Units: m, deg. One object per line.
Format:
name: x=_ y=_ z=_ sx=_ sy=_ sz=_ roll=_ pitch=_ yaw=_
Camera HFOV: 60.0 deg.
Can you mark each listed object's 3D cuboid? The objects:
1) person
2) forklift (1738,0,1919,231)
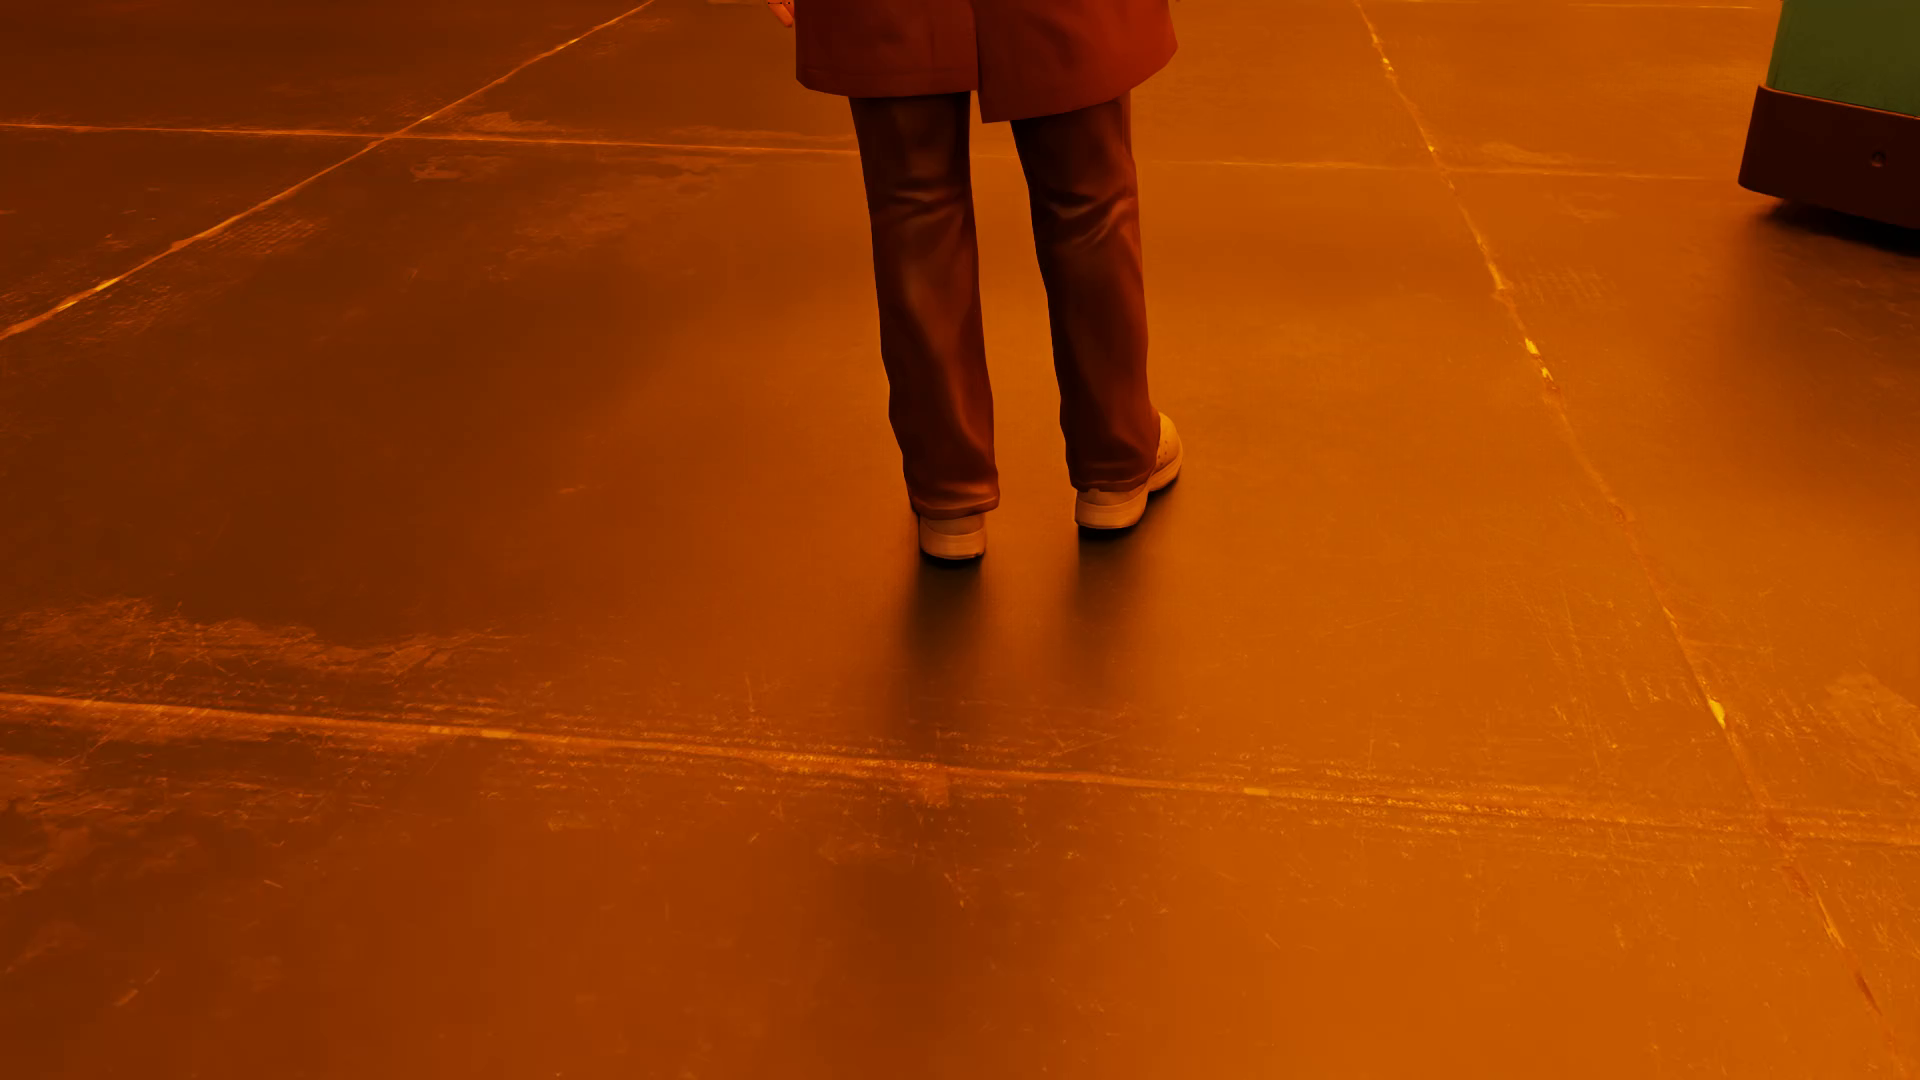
person: x=0.016 y=-0.842 z=2.181 sx=0.696 sy=1.778 sz=0.579 roll=3 pitch=27 yaw=7
forklift: x=3.428 y=-2.299 z=3.825 sx=3.031 sy=2.935 sz=1.130 roll=-16 pitch=31 yaw=-29
